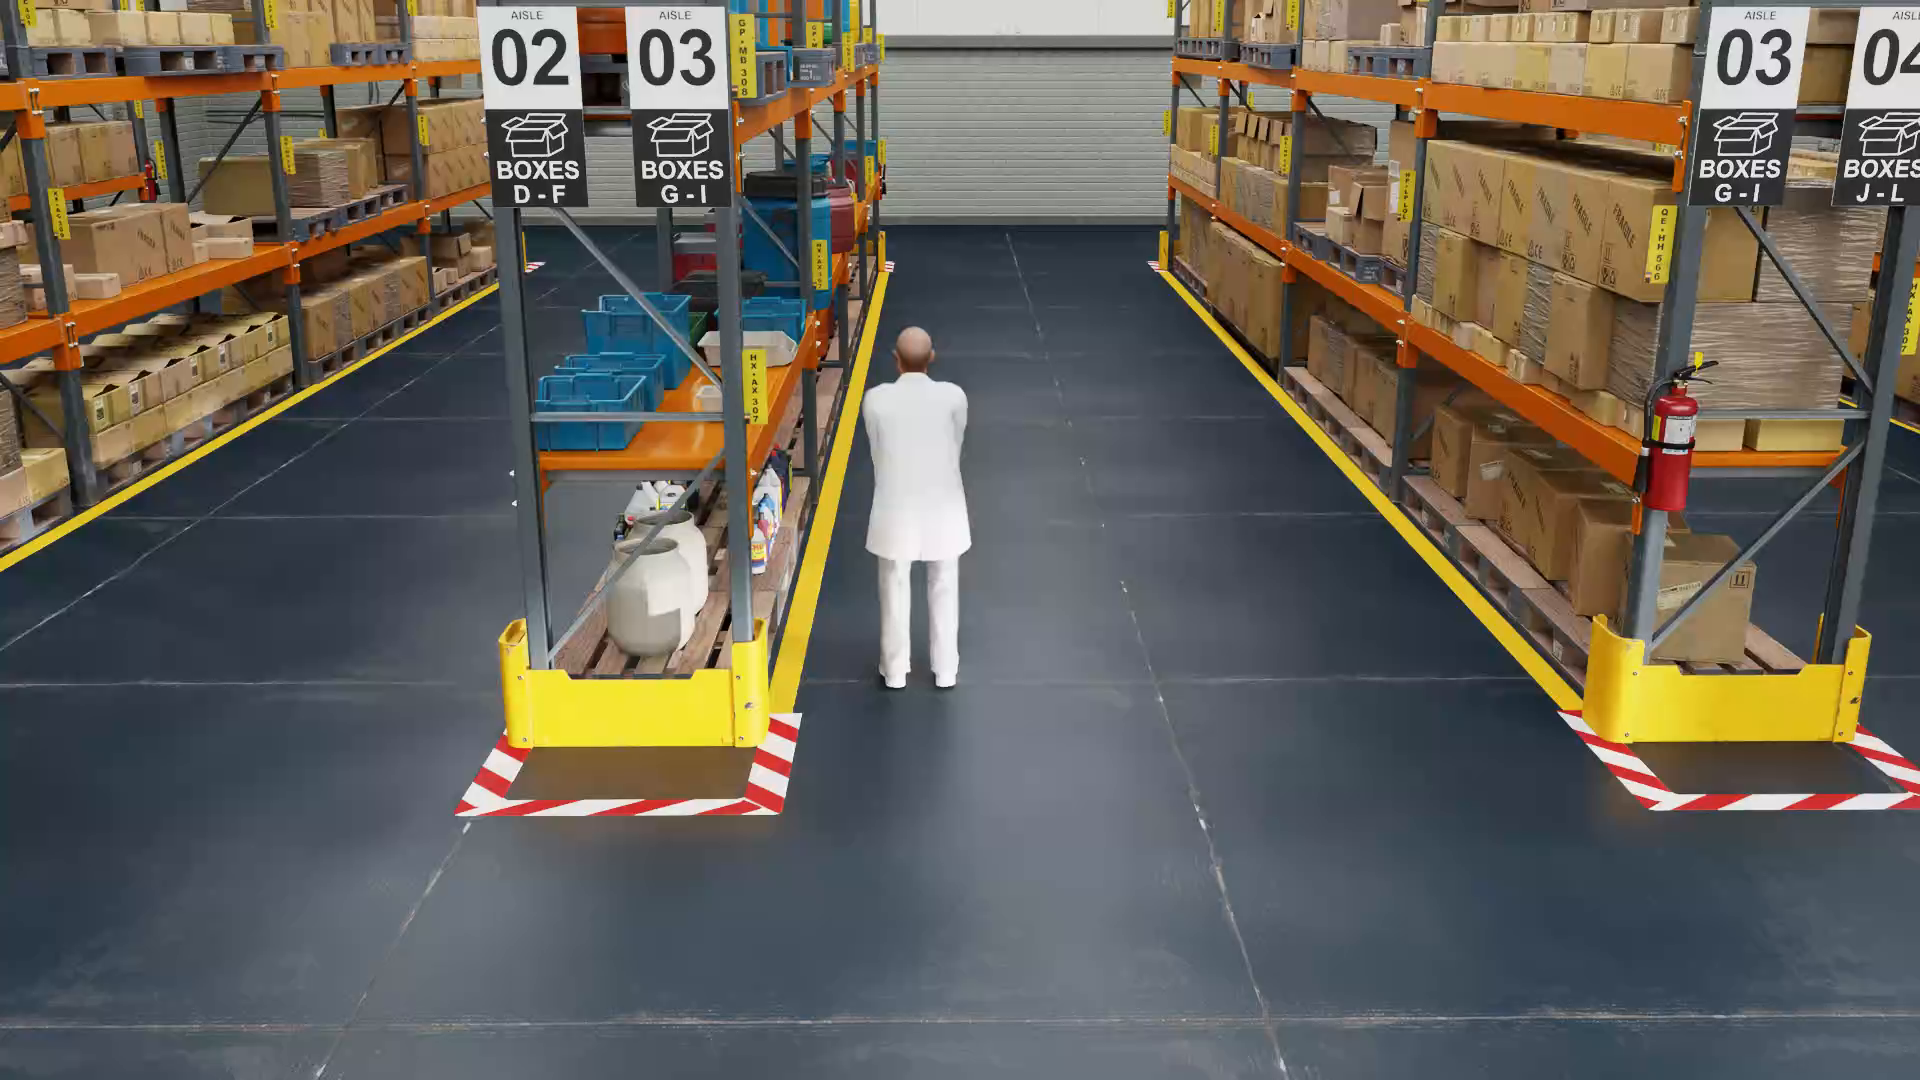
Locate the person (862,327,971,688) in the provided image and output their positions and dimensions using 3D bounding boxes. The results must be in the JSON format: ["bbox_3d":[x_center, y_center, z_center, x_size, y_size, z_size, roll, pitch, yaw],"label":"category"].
[{"bbox_3d":[-0.214,-0.183,8.178,0.526,1.780,0.551,-1,17,-4],"label":"person"}]
